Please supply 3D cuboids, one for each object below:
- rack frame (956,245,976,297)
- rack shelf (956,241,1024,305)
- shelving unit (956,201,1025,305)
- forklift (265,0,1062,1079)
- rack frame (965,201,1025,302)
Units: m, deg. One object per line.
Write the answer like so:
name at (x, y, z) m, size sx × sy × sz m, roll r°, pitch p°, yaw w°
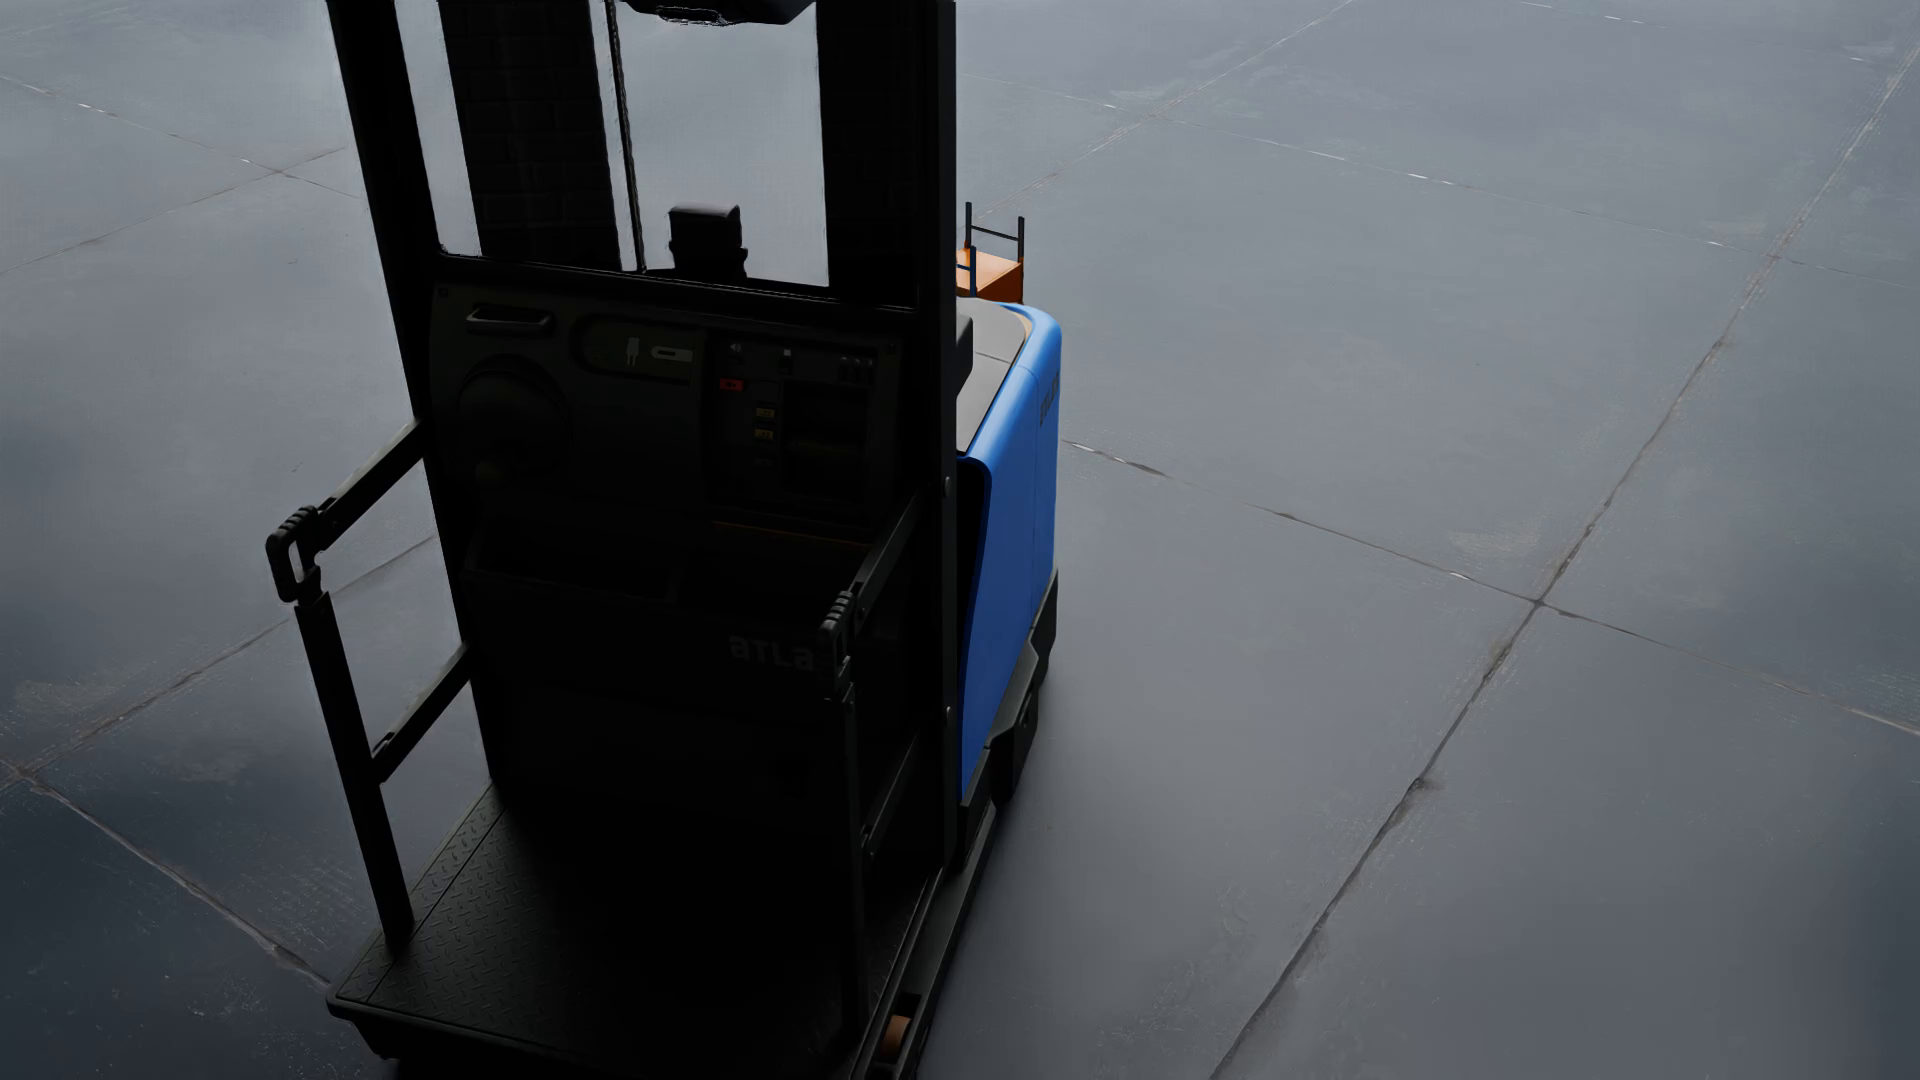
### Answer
rack frame at (-0.039, -0.403, 4.909) m, size 0.200 × 1.050 × 0.008 m, roll 21°, pitch 39°, yaw 28°
rack shelf at (0.031, -0.686, 4.839) m, size 0.215 × 0.259 × 0.240 m, roll 21°, pitch 39°, yaw 28°
shelving unit at (0.031, -0.460, 4.992) m, size 0.215 × 1.050 × 0.252 m, roll 21°, pitch 39°, yaw 28°
forklift at (-0.608, -0.187, 2.910) m, size 1.130 × 2.935 × 3.031 m, roll 9°, pitch 35°, yaw 13°
rack frame at (0.100, -0.516, 5.075) m, size 0.200 × 1.050 × 0.008 m, roll 21°, pitch 39°, yaw 28°
